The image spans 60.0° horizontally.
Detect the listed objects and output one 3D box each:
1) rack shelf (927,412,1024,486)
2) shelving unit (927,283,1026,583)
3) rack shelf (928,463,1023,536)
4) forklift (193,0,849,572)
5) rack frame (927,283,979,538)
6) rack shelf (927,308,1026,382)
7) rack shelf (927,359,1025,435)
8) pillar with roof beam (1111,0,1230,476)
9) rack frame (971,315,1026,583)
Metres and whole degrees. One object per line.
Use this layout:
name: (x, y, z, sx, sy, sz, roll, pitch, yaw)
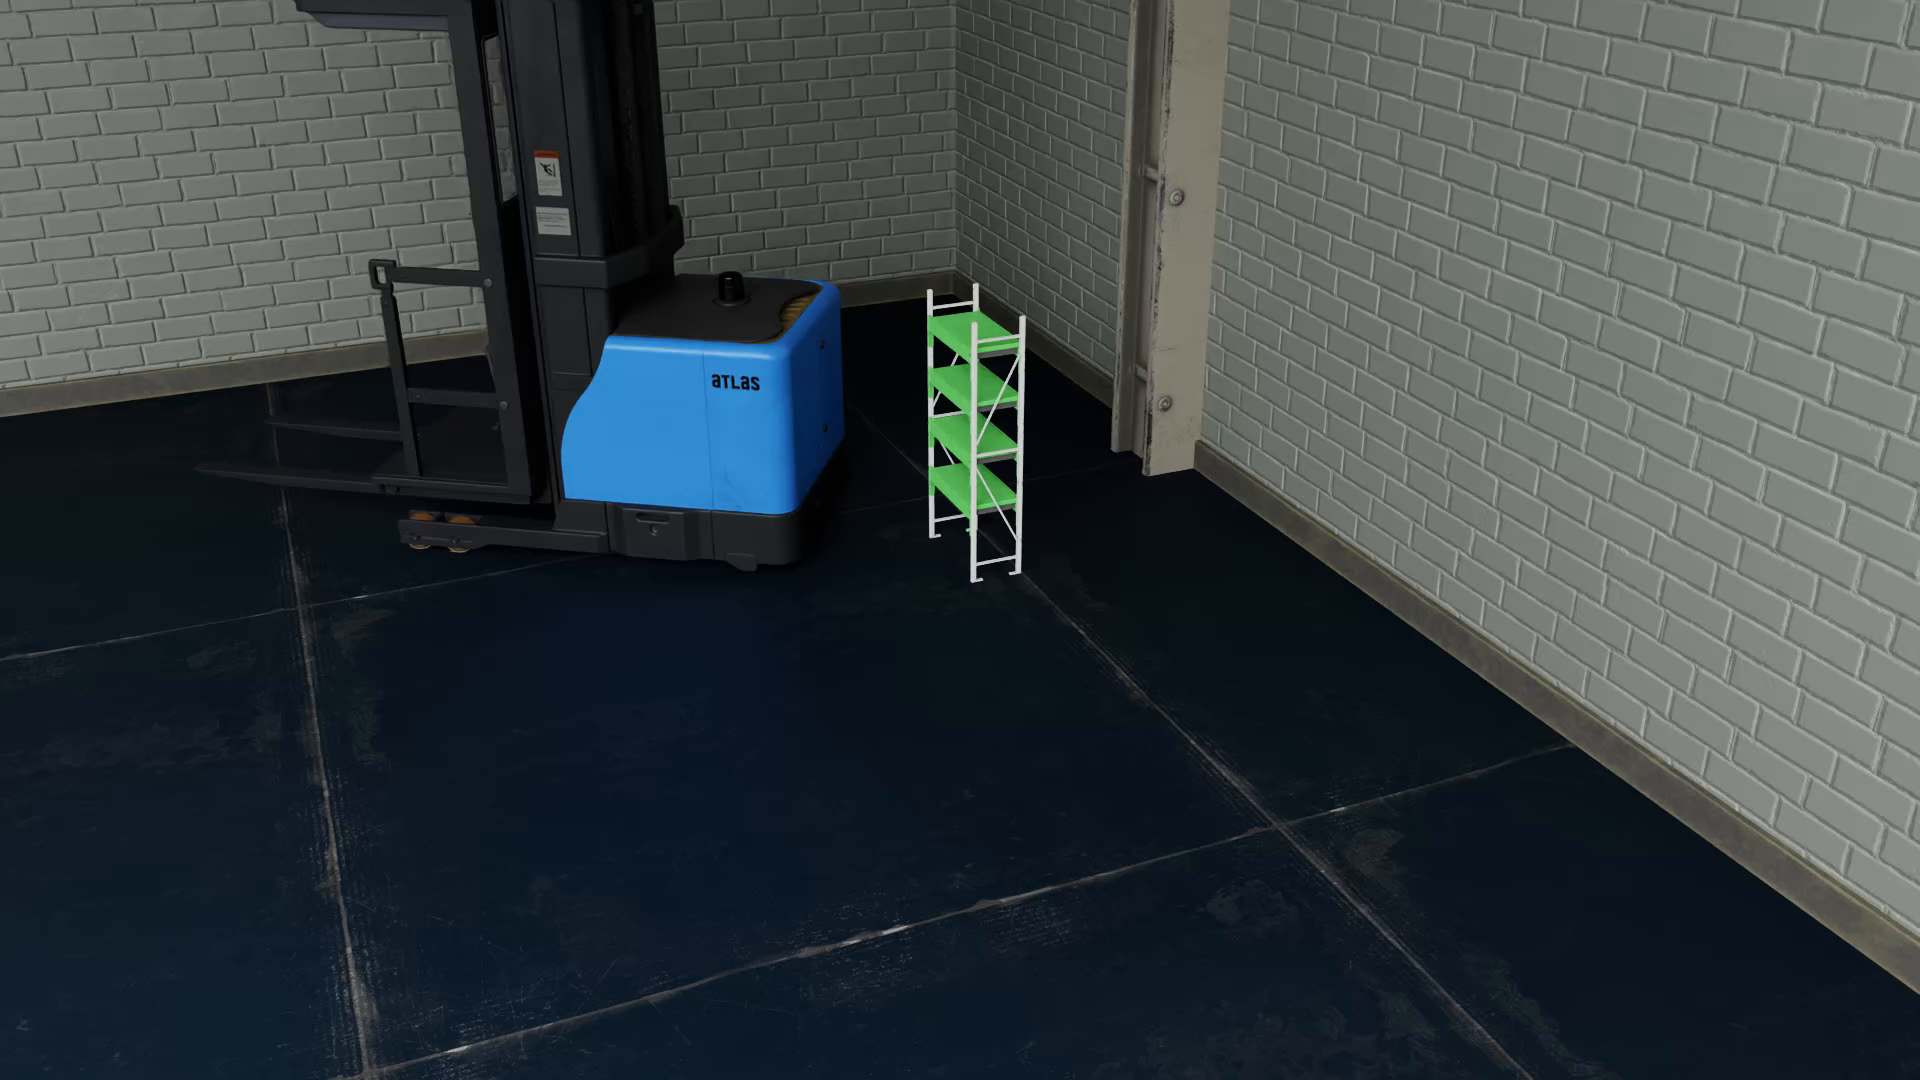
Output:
rack shelf: (0.065, -0.415, 7.378, 0.258, 0.148, 0.480, -11, 28, -21)
shelving unit: (0.065, -0.472, 7.350, 0.258, 1.200, 0.503, -11, 28, -21)
rack shelf: (0.065, -0.199, 7.483, 0.258, 0.148, 0.480, -11, 28, -21)
forklift: (-2.115, -1.480, 7.440, 3.031, 2.935, 1.130, 5, 26, 9)
rack frame: (-0.031, -0.571, 7.552, 0.240, 1.200, 0.015, -11, 28, -21)
rack shelf: (0.065, -0.846, 7.167, 0.258, 0.148, 0.480, -11, 28, -21)
rack shelf: (0.065, -0.631, 7.273, 0.258, 0.148, 0.480, -11, 28, -21)
pillar with roof beam: (-2.954, -3.732, 5.137, 9.100, 9.000, 0.400, -11, 28, -21)
rack frame: (0.160, -0.374, 7.148, 0.240, 1.200, 0.015, -11, 28, -21)
